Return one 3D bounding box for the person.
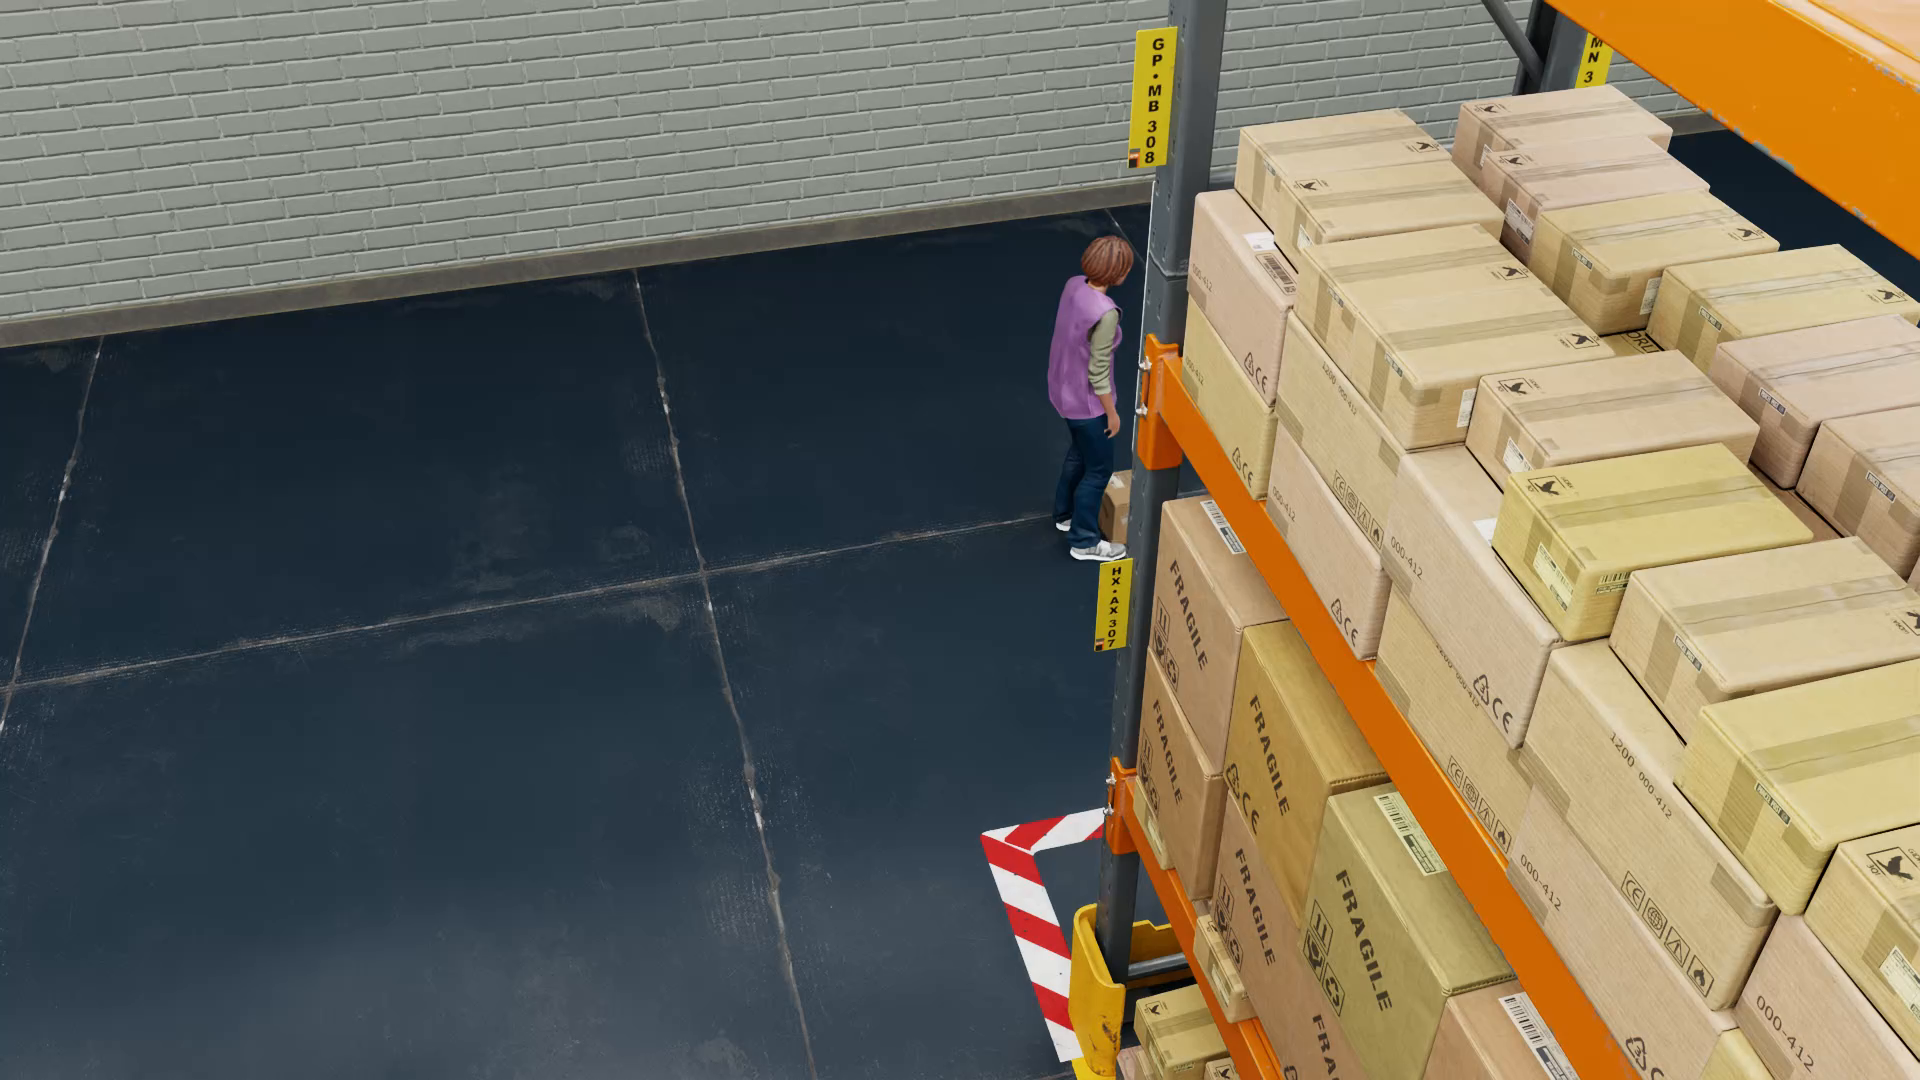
[{"bbox_3d":[0.582,-0.638,7.517,0.347,1.593,0.462,-11,40,-13],"label":"person"}]
